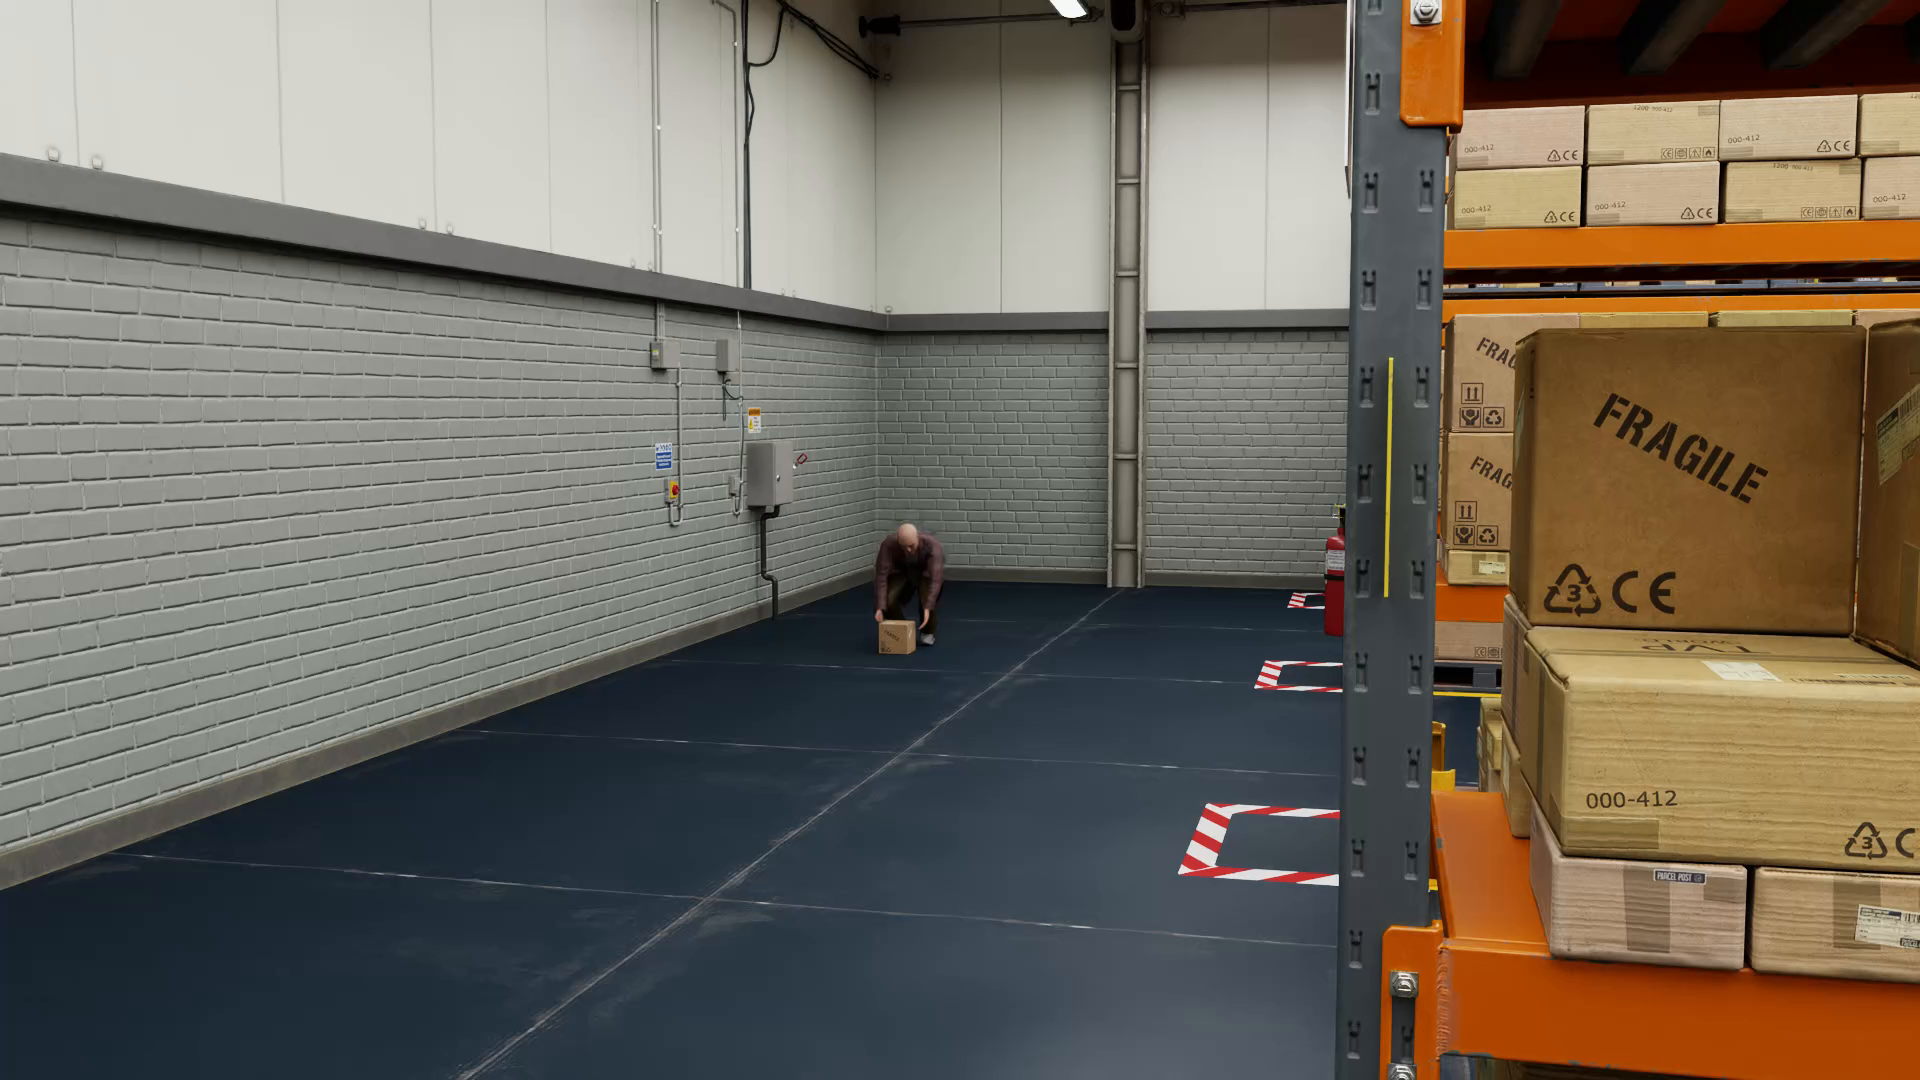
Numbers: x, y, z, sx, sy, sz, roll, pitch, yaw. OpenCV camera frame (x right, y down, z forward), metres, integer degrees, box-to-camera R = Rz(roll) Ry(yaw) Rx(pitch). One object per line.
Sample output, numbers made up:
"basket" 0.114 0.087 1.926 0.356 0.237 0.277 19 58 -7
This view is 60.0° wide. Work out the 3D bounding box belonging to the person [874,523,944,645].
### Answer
"person" -0.410 0.380 14.259 0.614 1.054 0.877 1 5 14
